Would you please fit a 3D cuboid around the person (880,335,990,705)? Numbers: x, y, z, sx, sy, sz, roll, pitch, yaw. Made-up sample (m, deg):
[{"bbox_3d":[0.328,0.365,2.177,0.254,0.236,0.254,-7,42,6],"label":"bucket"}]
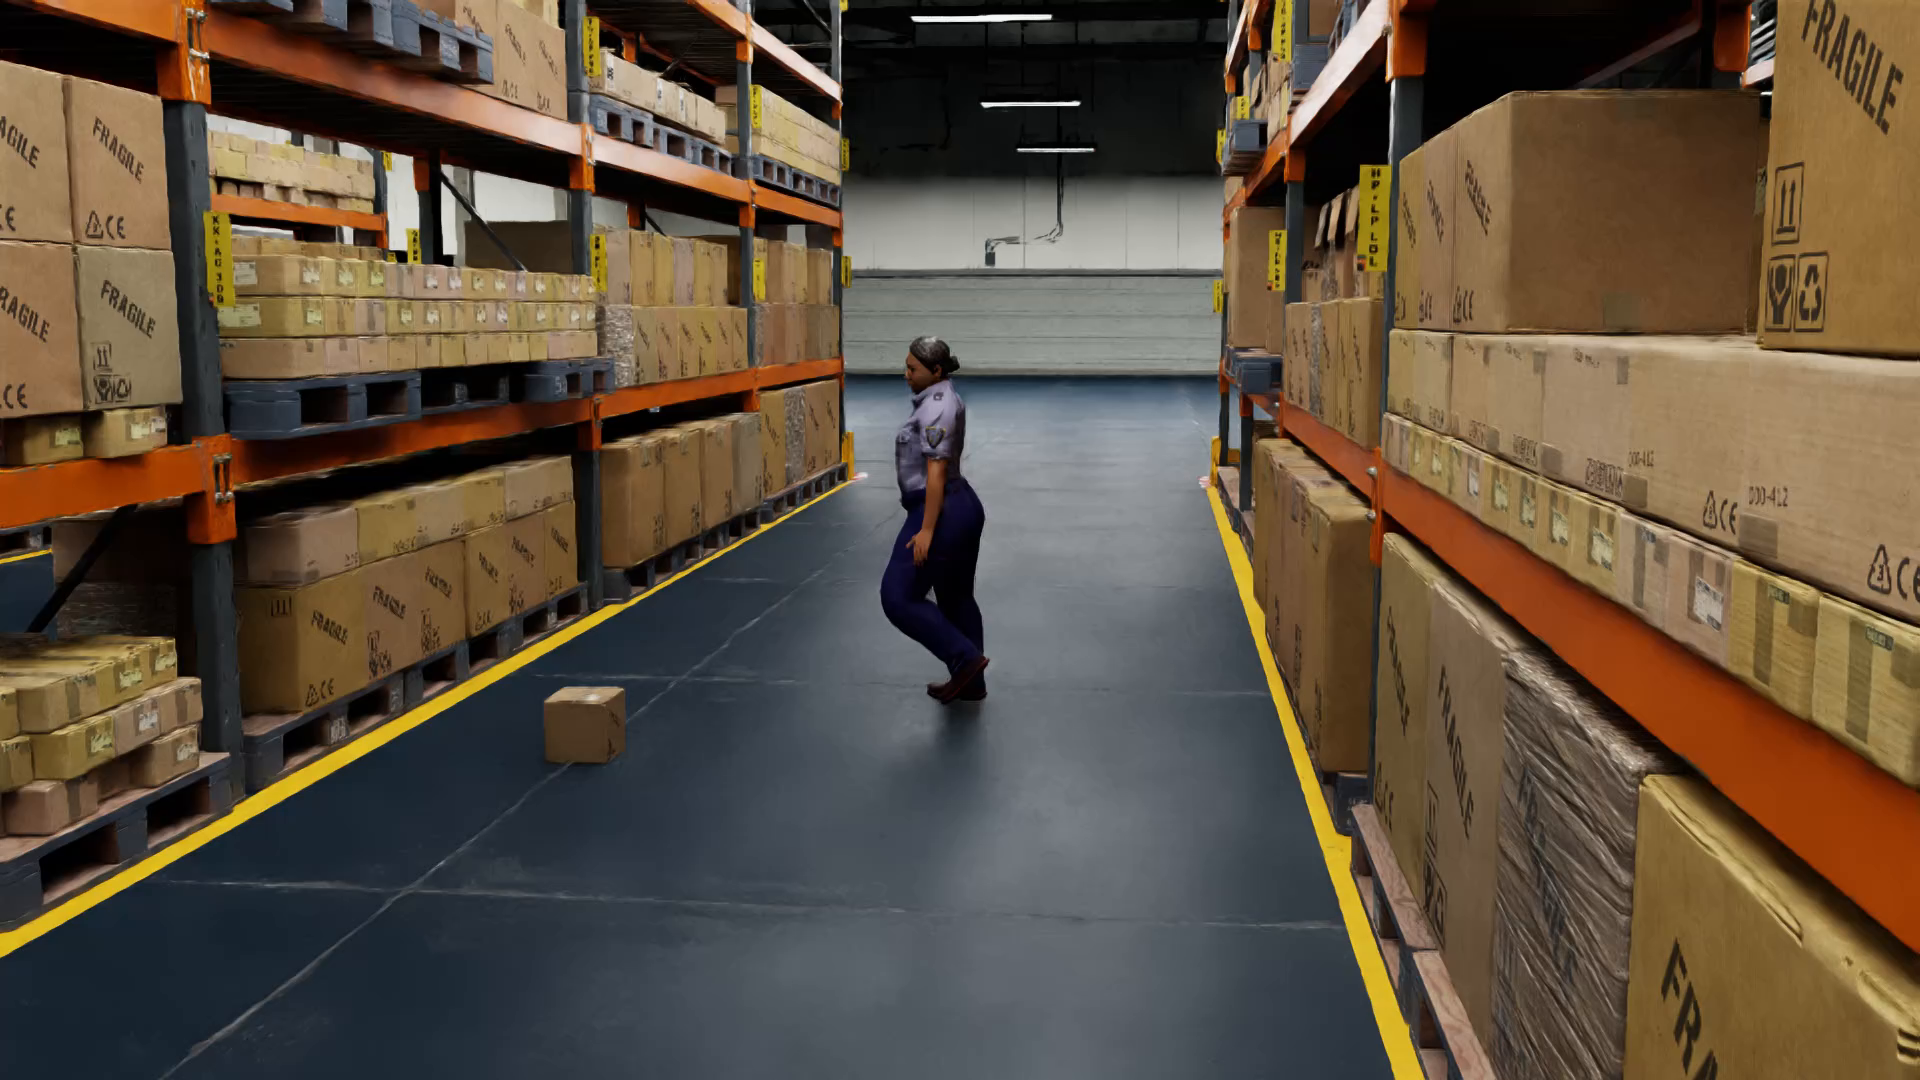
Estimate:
[{"bbox_3d":[-0.086,-0.061,7.224,0.459,1.620,0.592,1,8,9],"label":"person"}]
